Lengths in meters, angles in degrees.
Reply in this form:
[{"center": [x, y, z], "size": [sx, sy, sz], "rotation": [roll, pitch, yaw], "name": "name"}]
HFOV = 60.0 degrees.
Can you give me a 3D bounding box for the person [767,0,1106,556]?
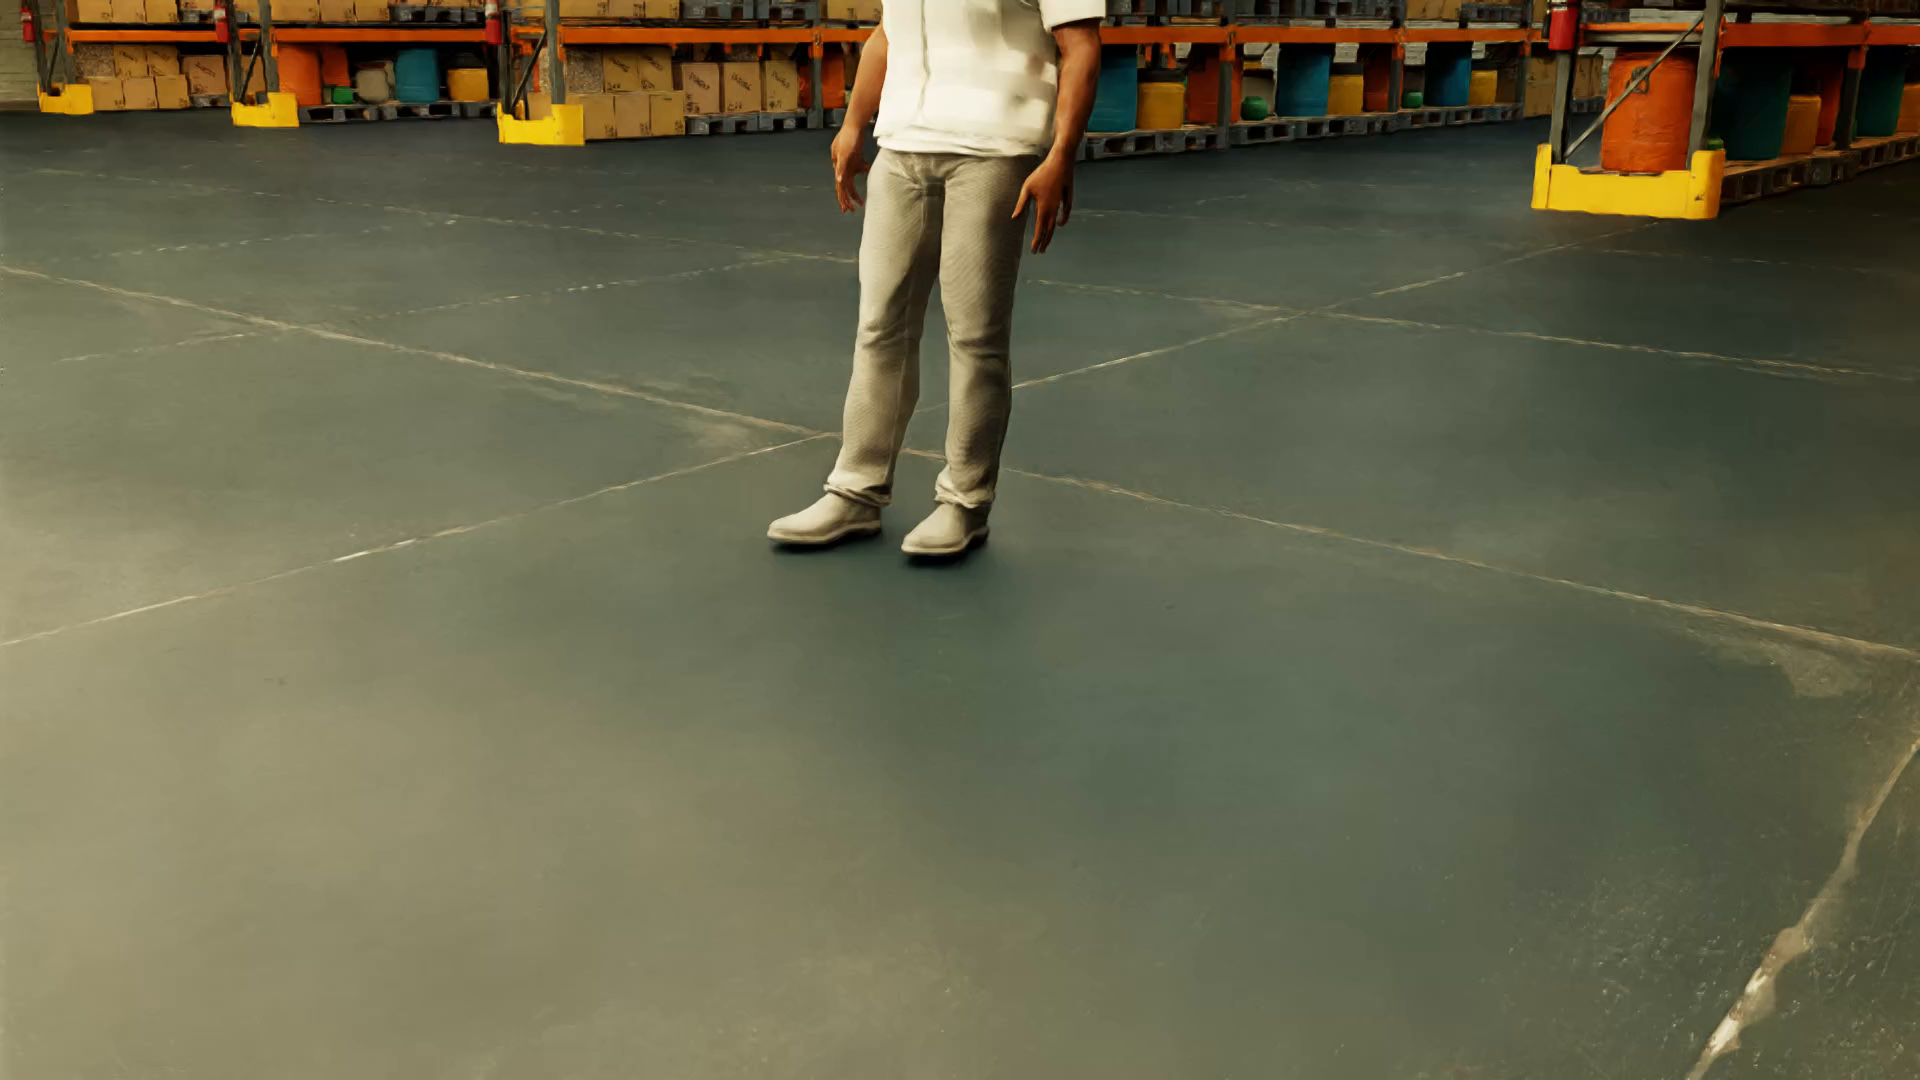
[{"center": [-0.049, -0.837, 3.635], "size": [0.665, 1.766, 0.576], "rotation": [13, 21, 37], "name": "person"}]
